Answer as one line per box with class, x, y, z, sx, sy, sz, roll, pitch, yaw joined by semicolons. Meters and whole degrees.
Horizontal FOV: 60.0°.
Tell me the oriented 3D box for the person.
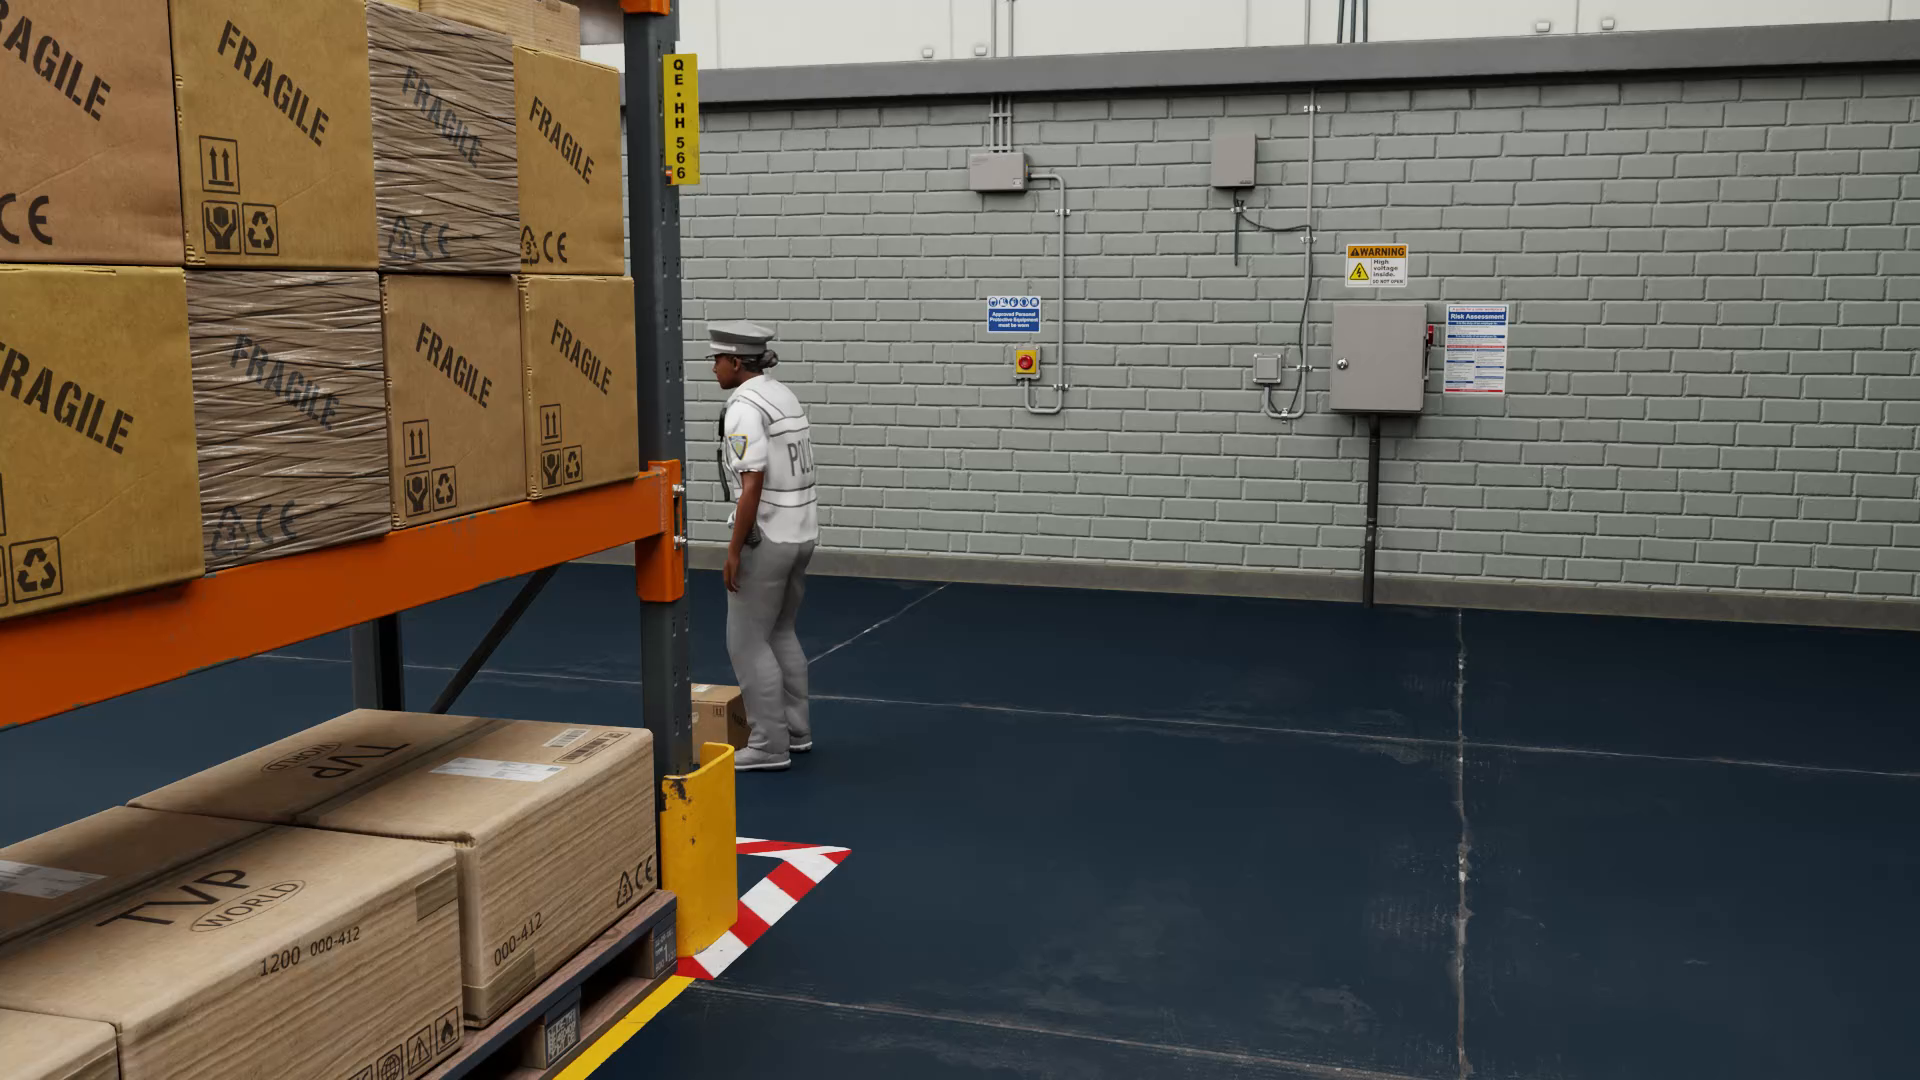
person;-0.736;0.018;6.212;0.395;1.661;0.525;2;9;14
